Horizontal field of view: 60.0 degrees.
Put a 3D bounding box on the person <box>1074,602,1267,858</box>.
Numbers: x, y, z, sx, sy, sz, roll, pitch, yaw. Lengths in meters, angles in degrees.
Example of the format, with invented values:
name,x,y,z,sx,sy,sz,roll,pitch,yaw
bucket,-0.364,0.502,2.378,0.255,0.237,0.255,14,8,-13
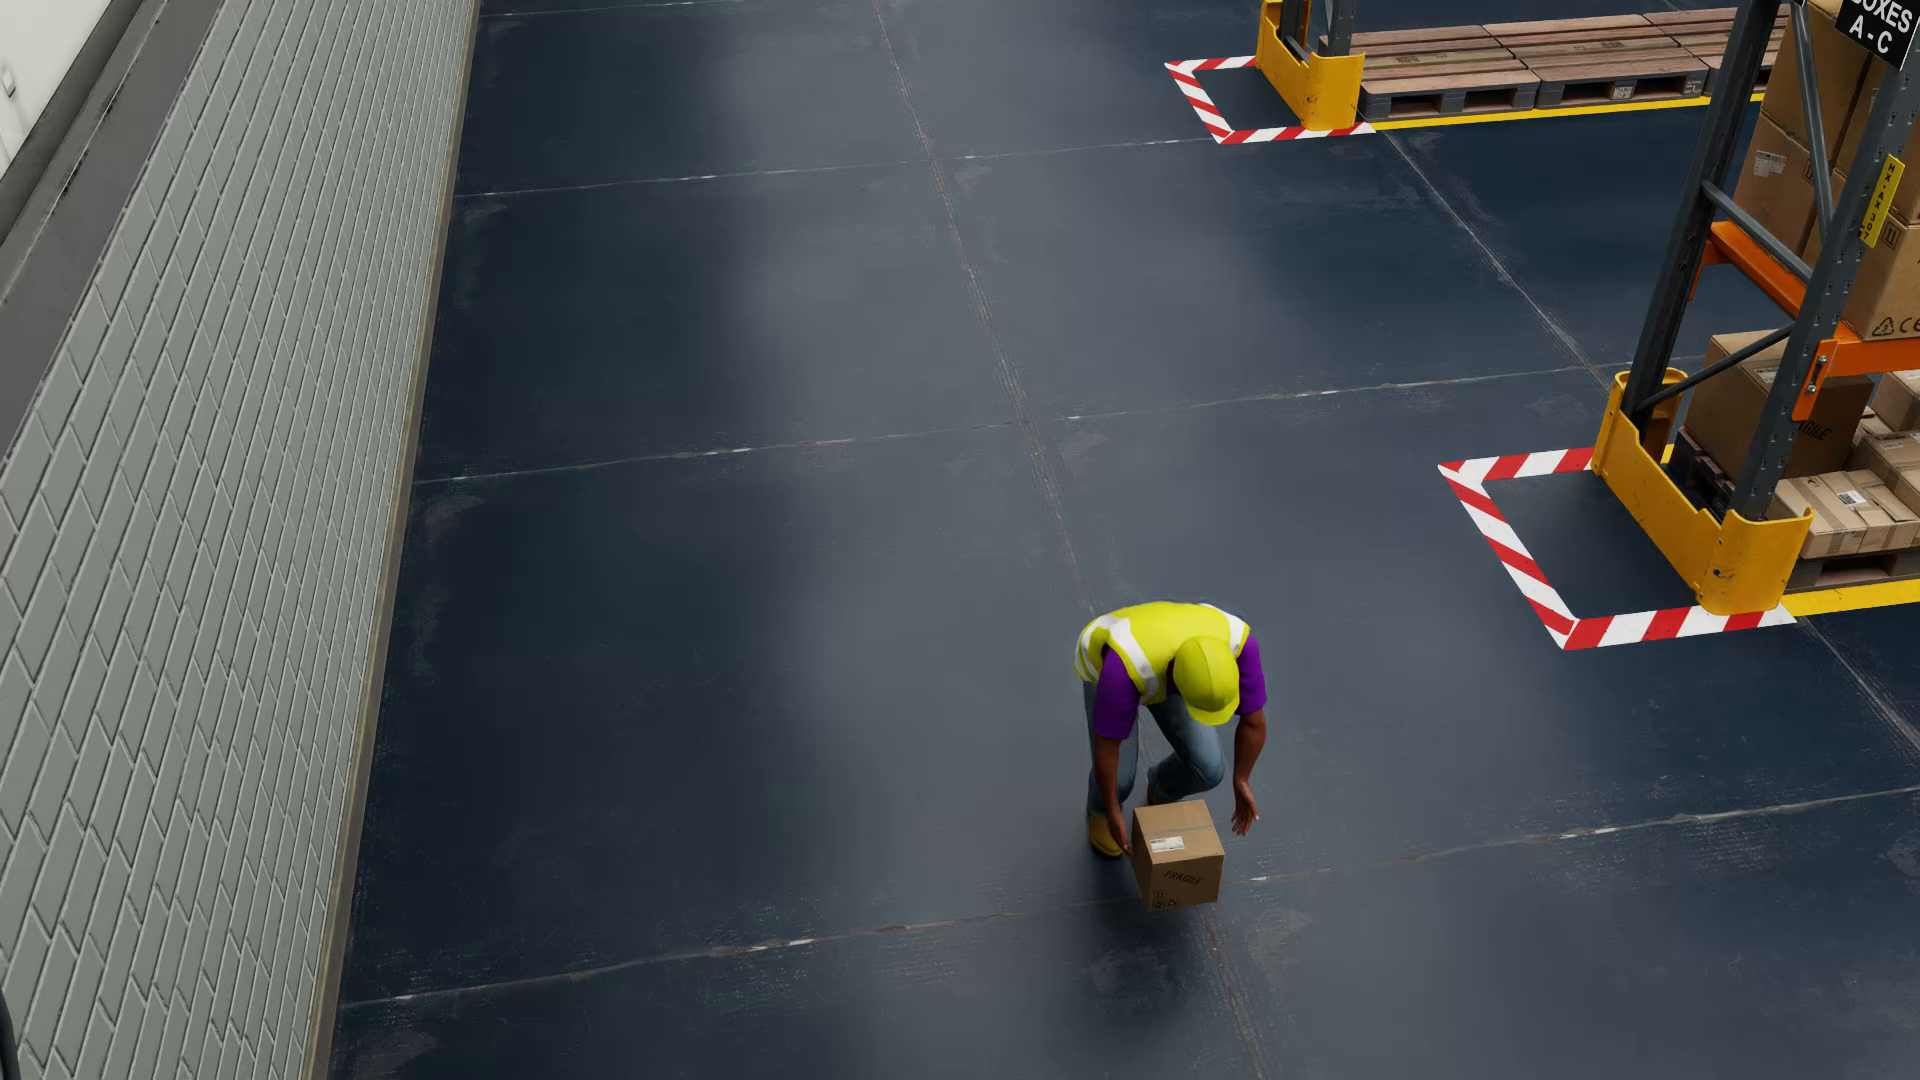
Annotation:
name,x,y,z,sx,sy,sz,roll,pitch,yaw
person,0.720,0.614,5.812,0.620,1.206,0.839,-6,39,-8
